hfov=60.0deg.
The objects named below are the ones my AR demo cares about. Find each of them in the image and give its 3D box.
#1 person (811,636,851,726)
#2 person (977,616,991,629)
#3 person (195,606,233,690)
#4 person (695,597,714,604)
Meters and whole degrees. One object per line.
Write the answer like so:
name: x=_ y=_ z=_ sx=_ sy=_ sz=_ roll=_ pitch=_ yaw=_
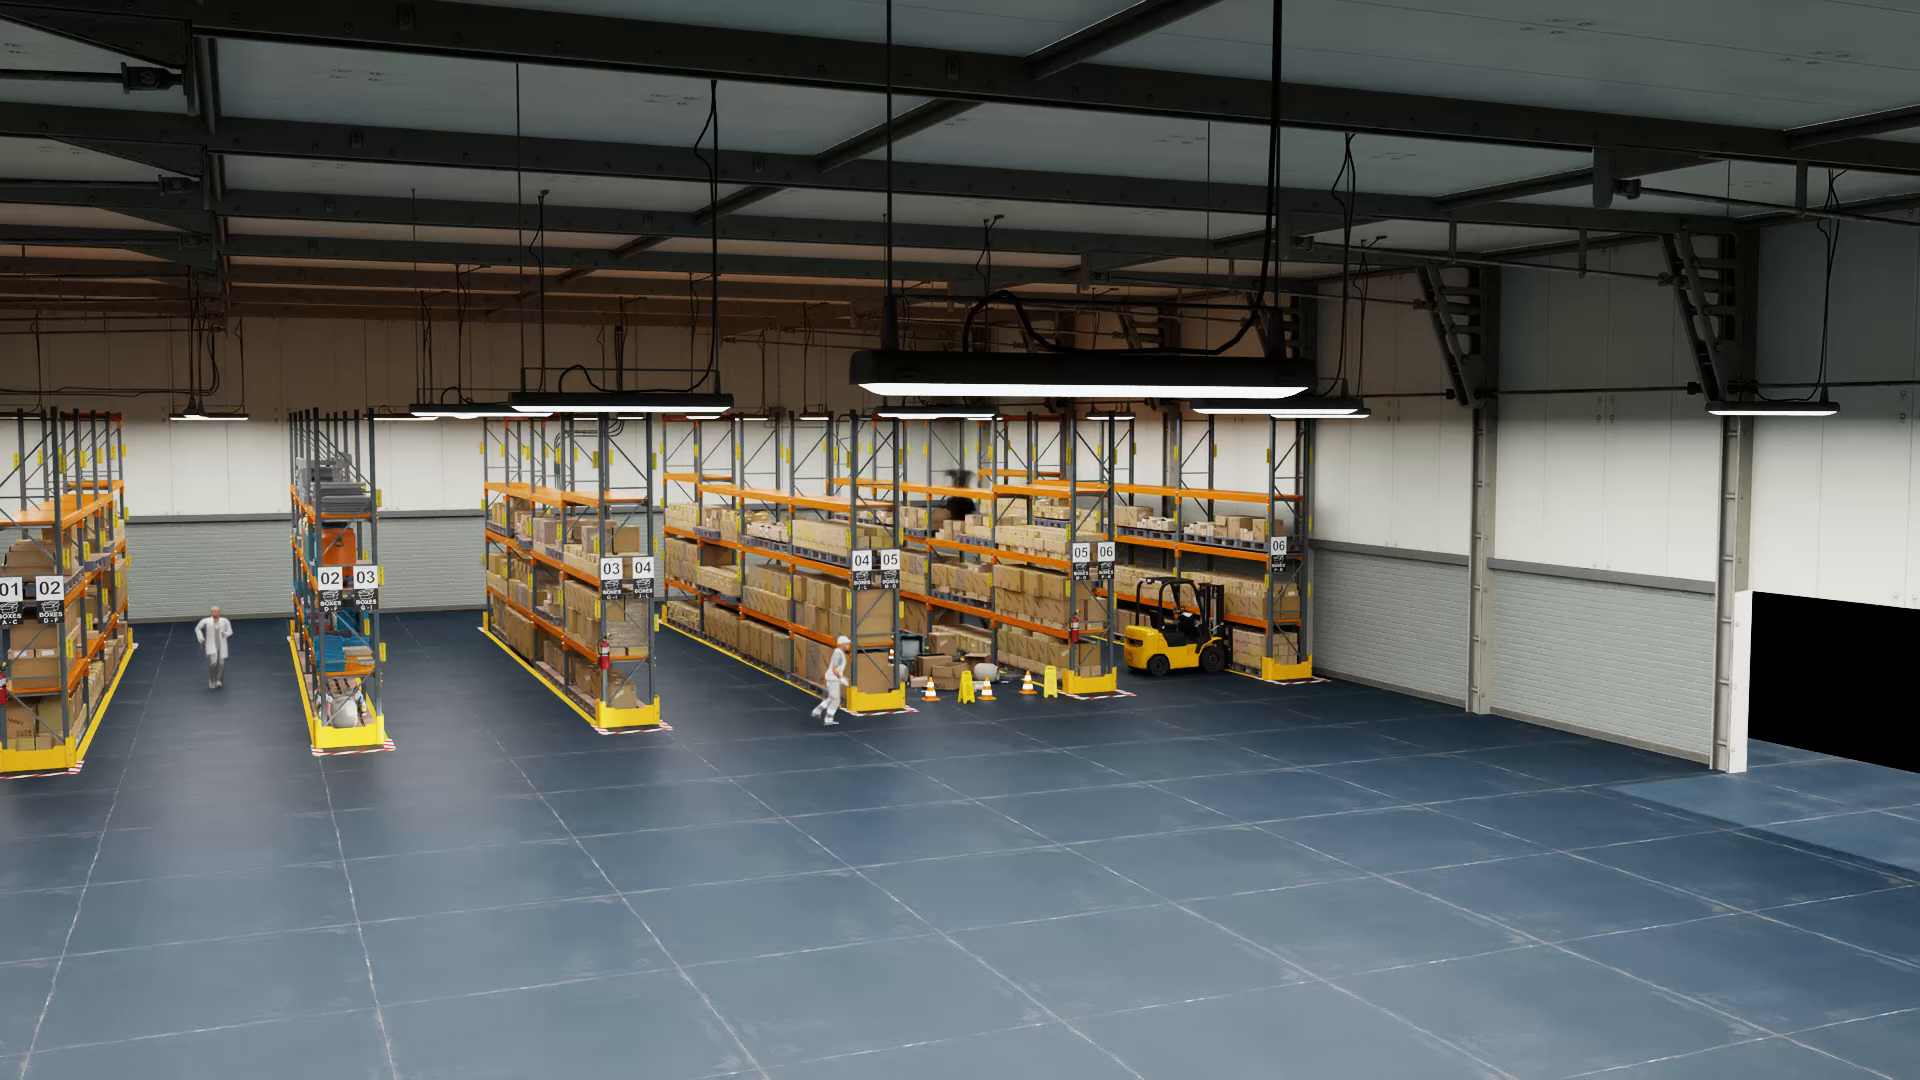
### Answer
person: x=-2.433 y=2.663 z=31.481 sx=0.786 sy=1.718 sz=0.639 roll=0 pitch=4 yaw=0
person: x=0.692 y=1.705 z=46.039 sx=0.573 sy=1.601 sz=0.575 roll=-4 pitch=6 yaw=-45
person: x=-16.055 y=2.373 z=35.873 sx=0.697 sy=1.703 sz=0.760 roll=-3 pitch=5 yaw=-36
person: x=-7.730 y=1.439 z=50.011 sx=0.669 sy=1.562 sz=0.541 roll=-4 pitch=5 yaw=-41
